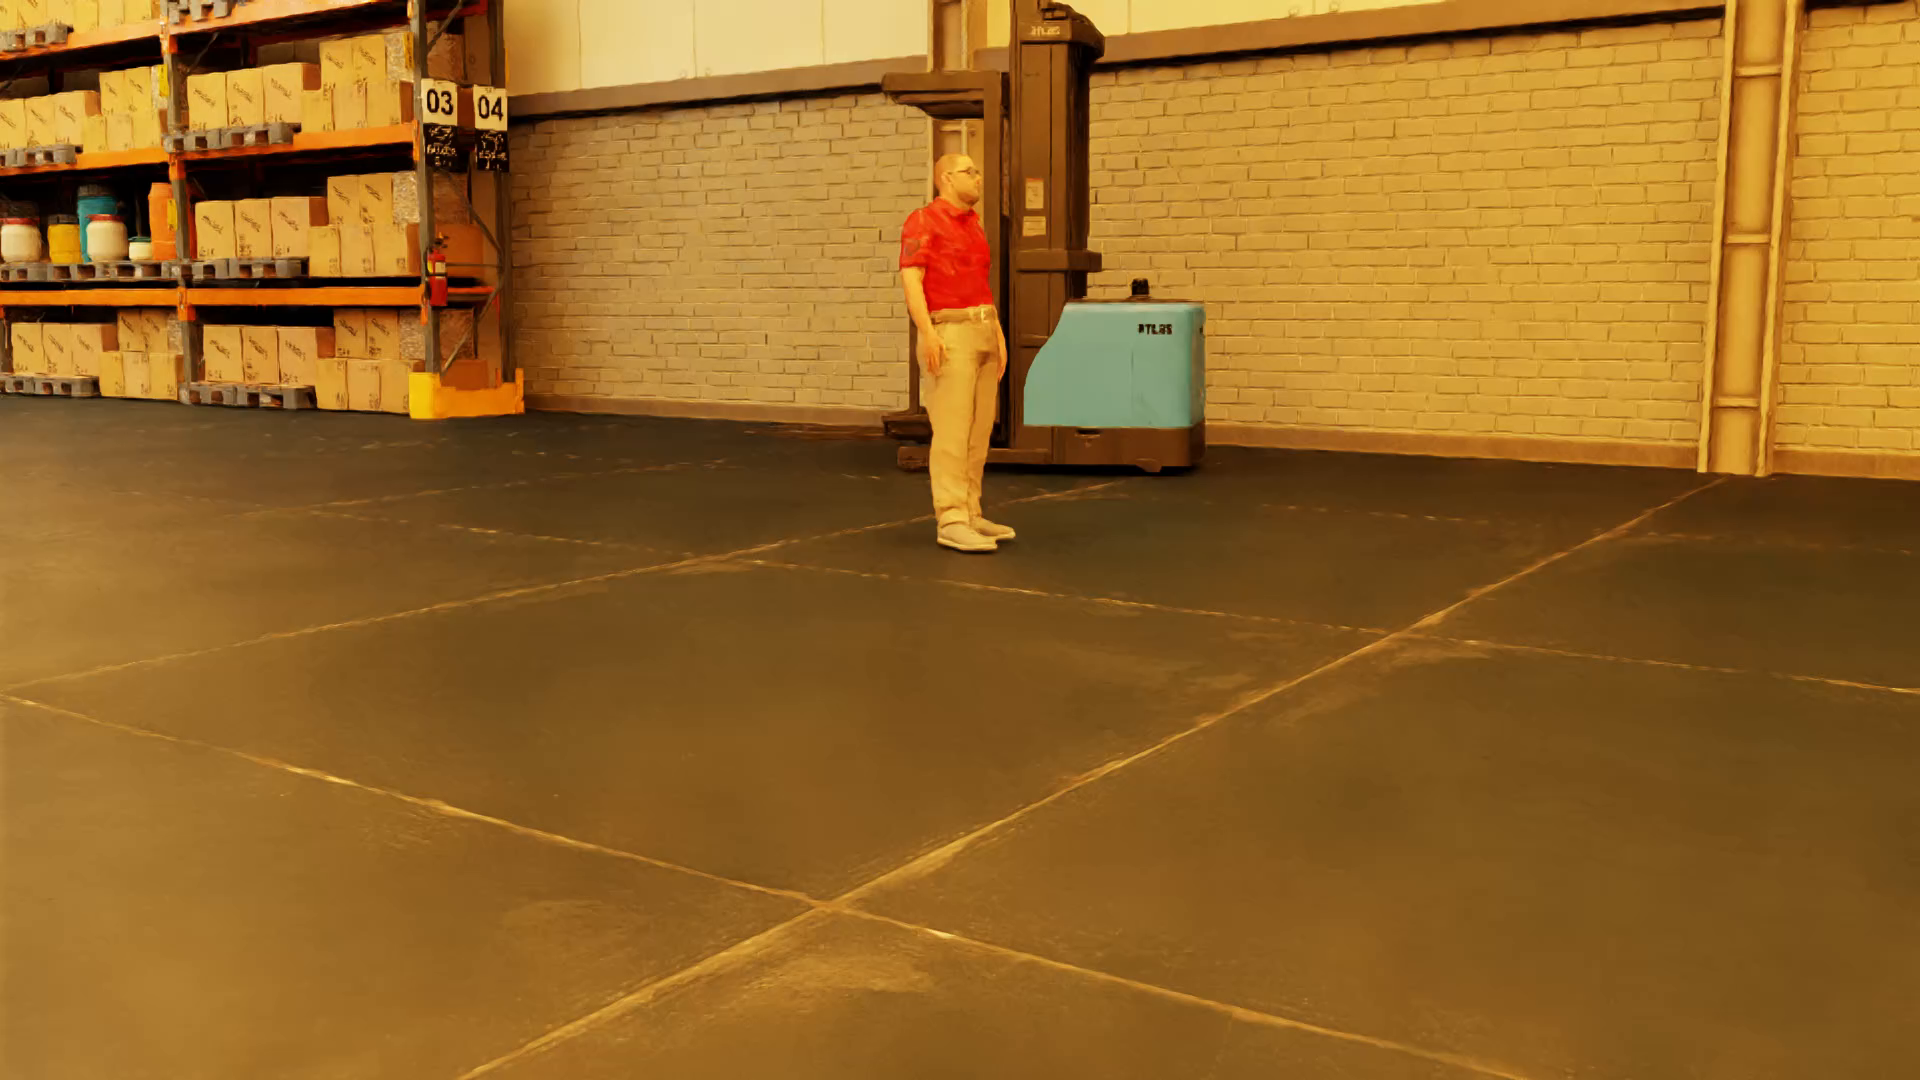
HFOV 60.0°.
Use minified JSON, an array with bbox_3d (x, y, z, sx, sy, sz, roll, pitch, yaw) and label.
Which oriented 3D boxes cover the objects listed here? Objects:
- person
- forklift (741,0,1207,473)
[{"bbox_3d":[0.068,-0.855,7.421,0.550,1.727,0.640,5,10,34],"label":"person"},{"bbox_3d":[0.079,-1.956,10.946,3.031,2.935,1.130,2,8,14],"label":"forklift"}]
